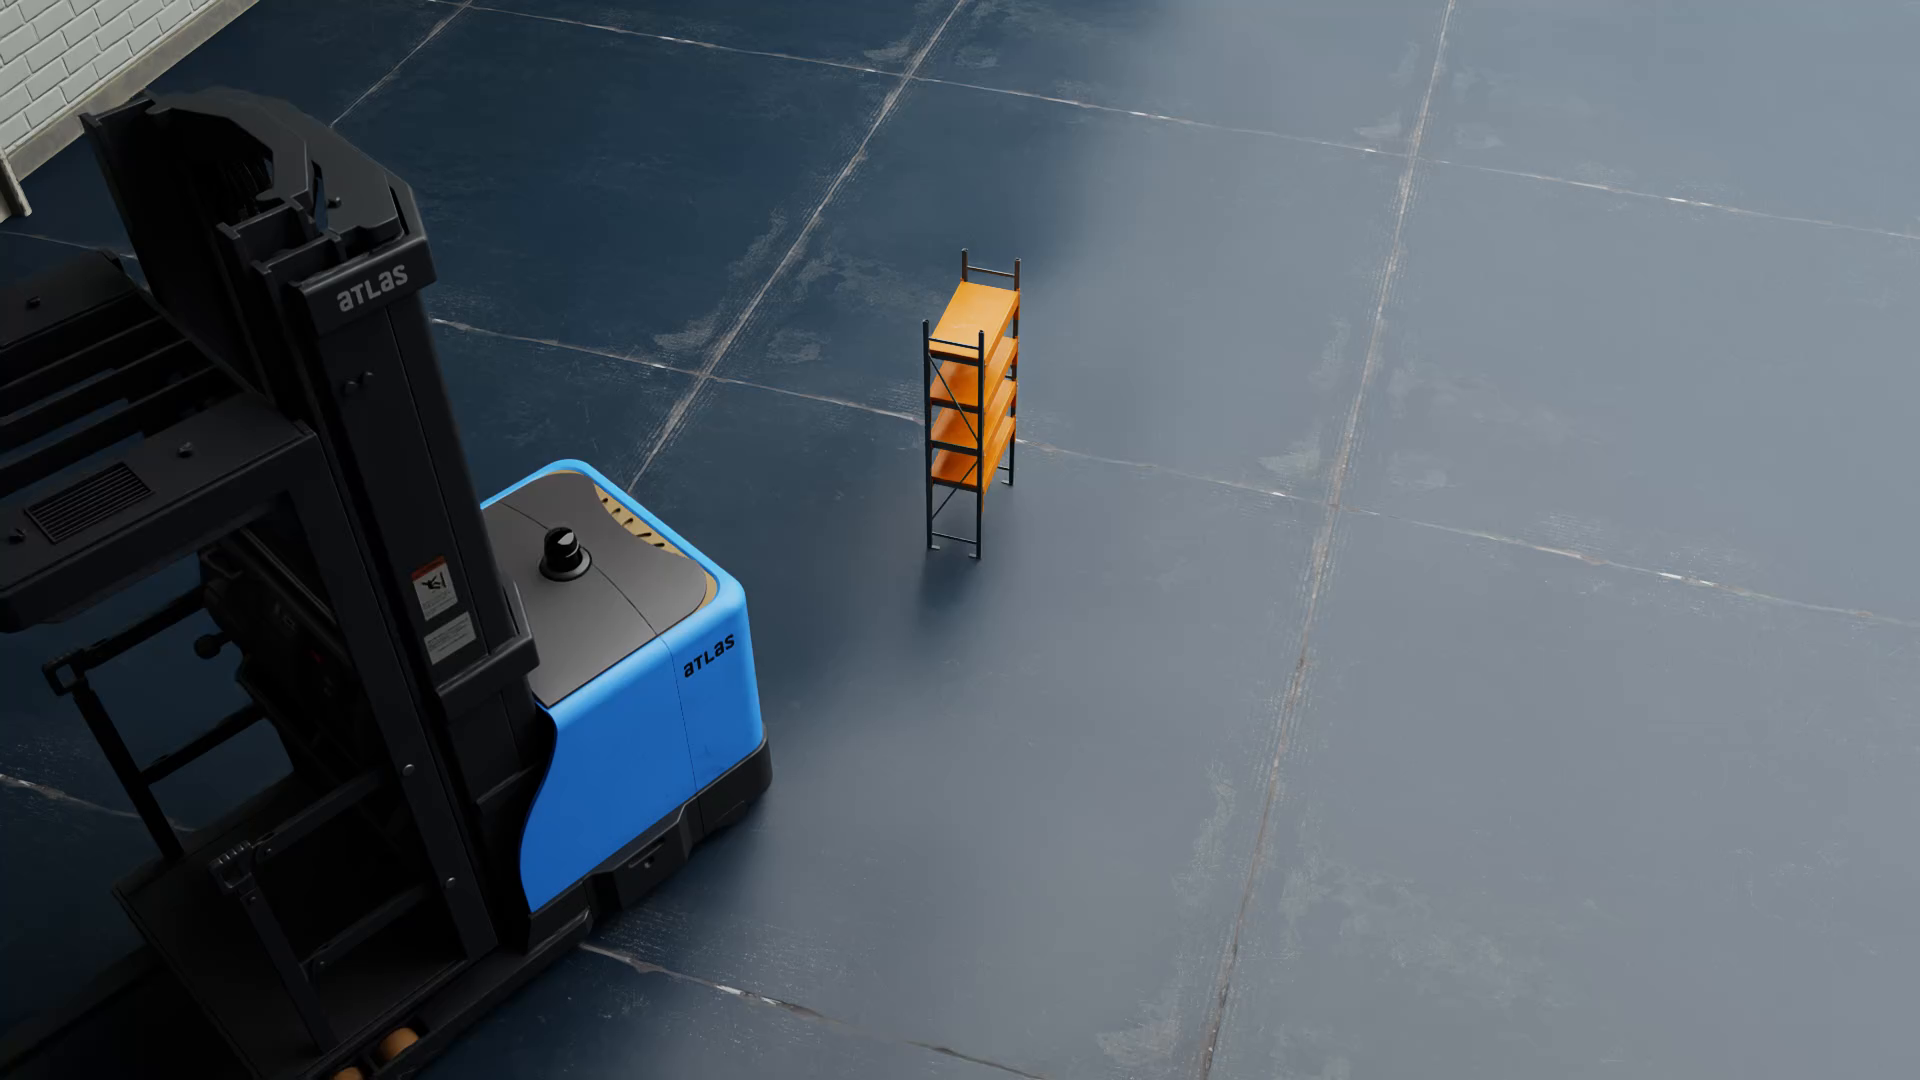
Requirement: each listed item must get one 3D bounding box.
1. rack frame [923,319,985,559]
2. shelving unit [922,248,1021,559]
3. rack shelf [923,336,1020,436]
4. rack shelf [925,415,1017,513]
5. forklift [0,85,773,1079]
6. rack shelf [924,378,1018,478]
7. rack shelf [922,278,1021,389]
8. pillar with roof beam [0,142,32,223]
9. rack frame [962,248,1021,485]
[{"bbox_3d":[-0.024,-0.377,6.676,0.240,1.200,0.015,13,46,12],"label":"rack frame"},{"bbox_3d":[0.050,-0.539,6.842,0.258,1.200,0.503,13,46,12],"label":"shelving unit"},{"bbox_3d":[0.050,-0.651,6.733,0.258,0.148,0.480,13,46,12],"label":"rack shelf"},{"bbox_3d":[0.050,-0.349,7.028,0.258,0.148,0.480,13,46,12],"label":"rack shelf"},{"bbox_3d":[-2.087,0.375,4.670,1.130,2.935,3.031,35,54,30],"label":"forklift"},{"bbox_3d":[0.050,-0.491,6.889,0.258,0.148,0.480,13,46,12],"label":"rack shelf"},{"bbox_3d":[0.050,-0.820,6.567,0.258,0.148,0.480,13,46,12],"label":"rack shelf"},{"bbox_3d":[-1.097,-3.976,4.778,9.100,9.000,0.400,13,46,13],"label":"pillar with roof beam"},{"bbox_3d":[0.124,-0.702,7.008,0.240,1.200,0.015,13,46,12],"label":"rack frame"}]
